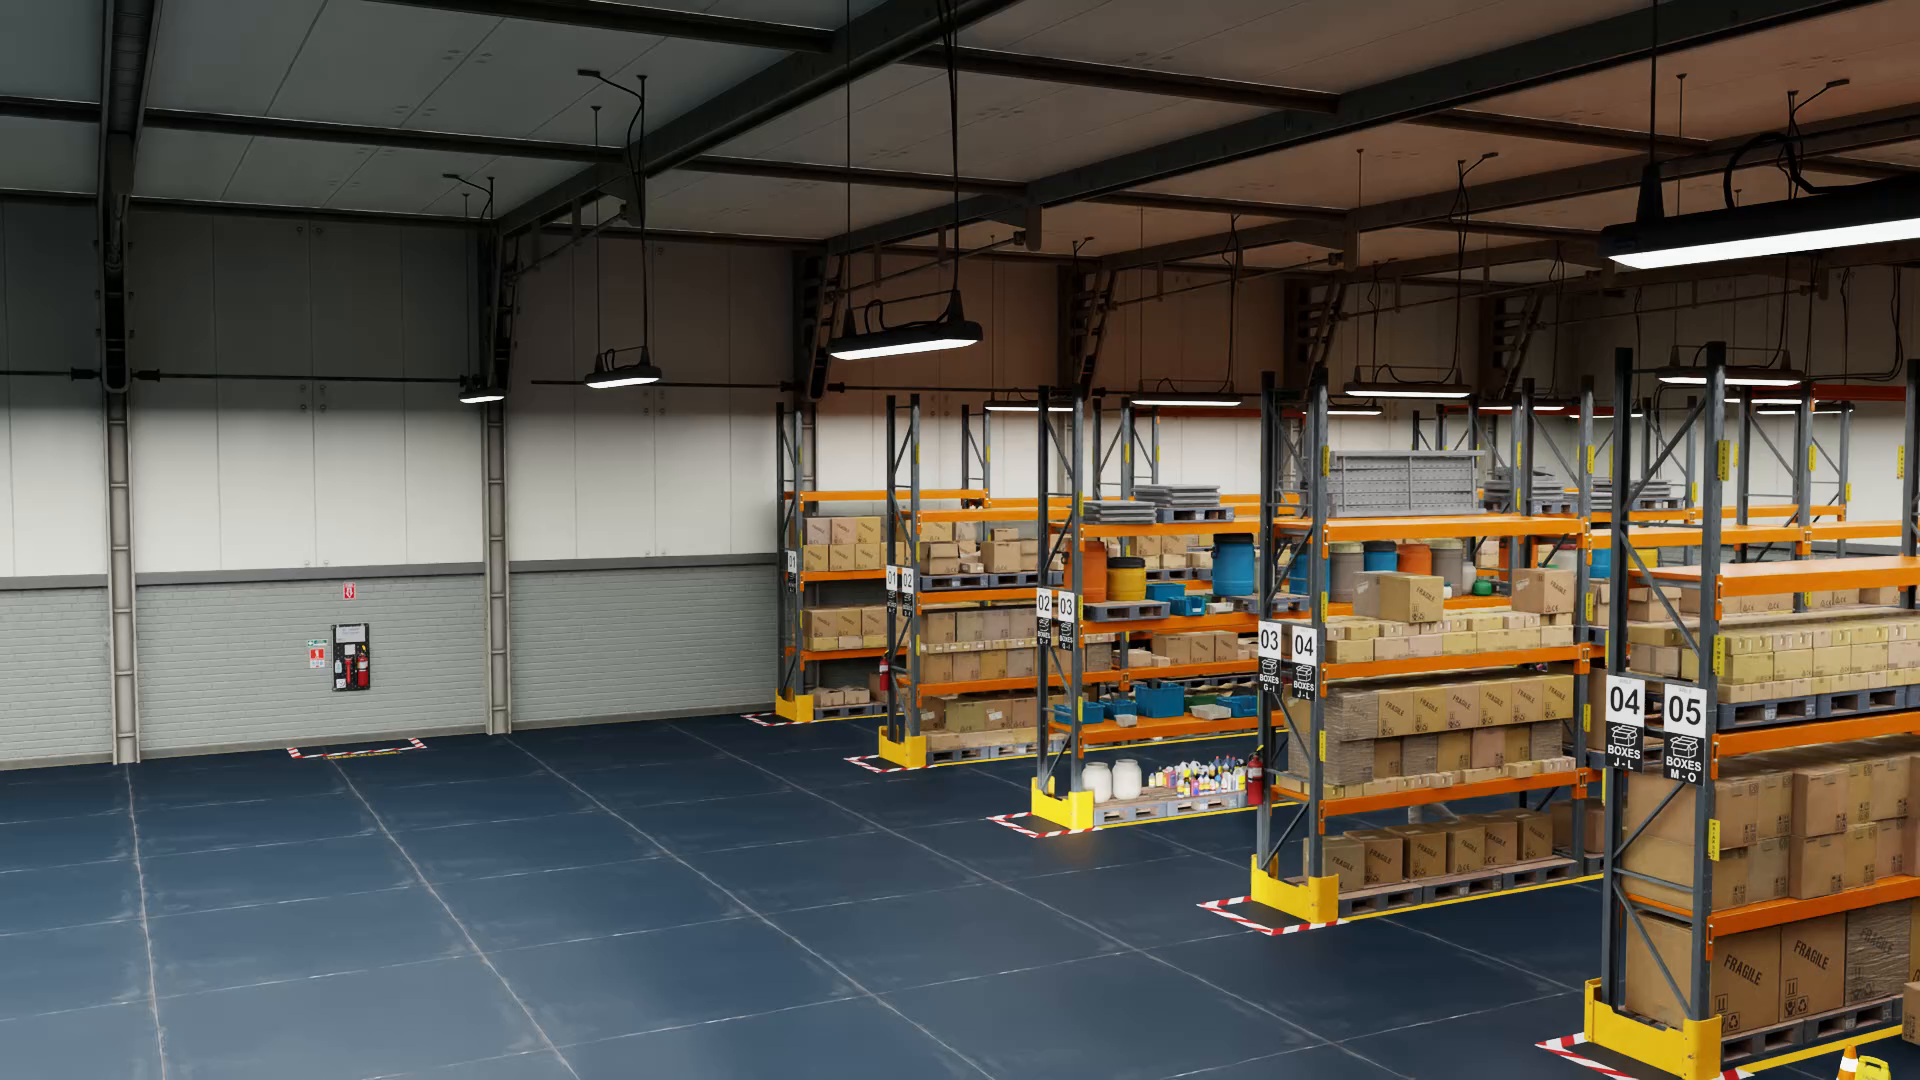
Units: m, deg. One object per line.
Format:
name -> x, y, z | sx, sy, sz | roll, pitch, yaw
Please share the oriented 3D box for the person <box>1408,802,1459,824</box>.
person -> 6.140, 3.110, 21.764 | 0.996, 1.611, 0.535 | -1, 3, -10
